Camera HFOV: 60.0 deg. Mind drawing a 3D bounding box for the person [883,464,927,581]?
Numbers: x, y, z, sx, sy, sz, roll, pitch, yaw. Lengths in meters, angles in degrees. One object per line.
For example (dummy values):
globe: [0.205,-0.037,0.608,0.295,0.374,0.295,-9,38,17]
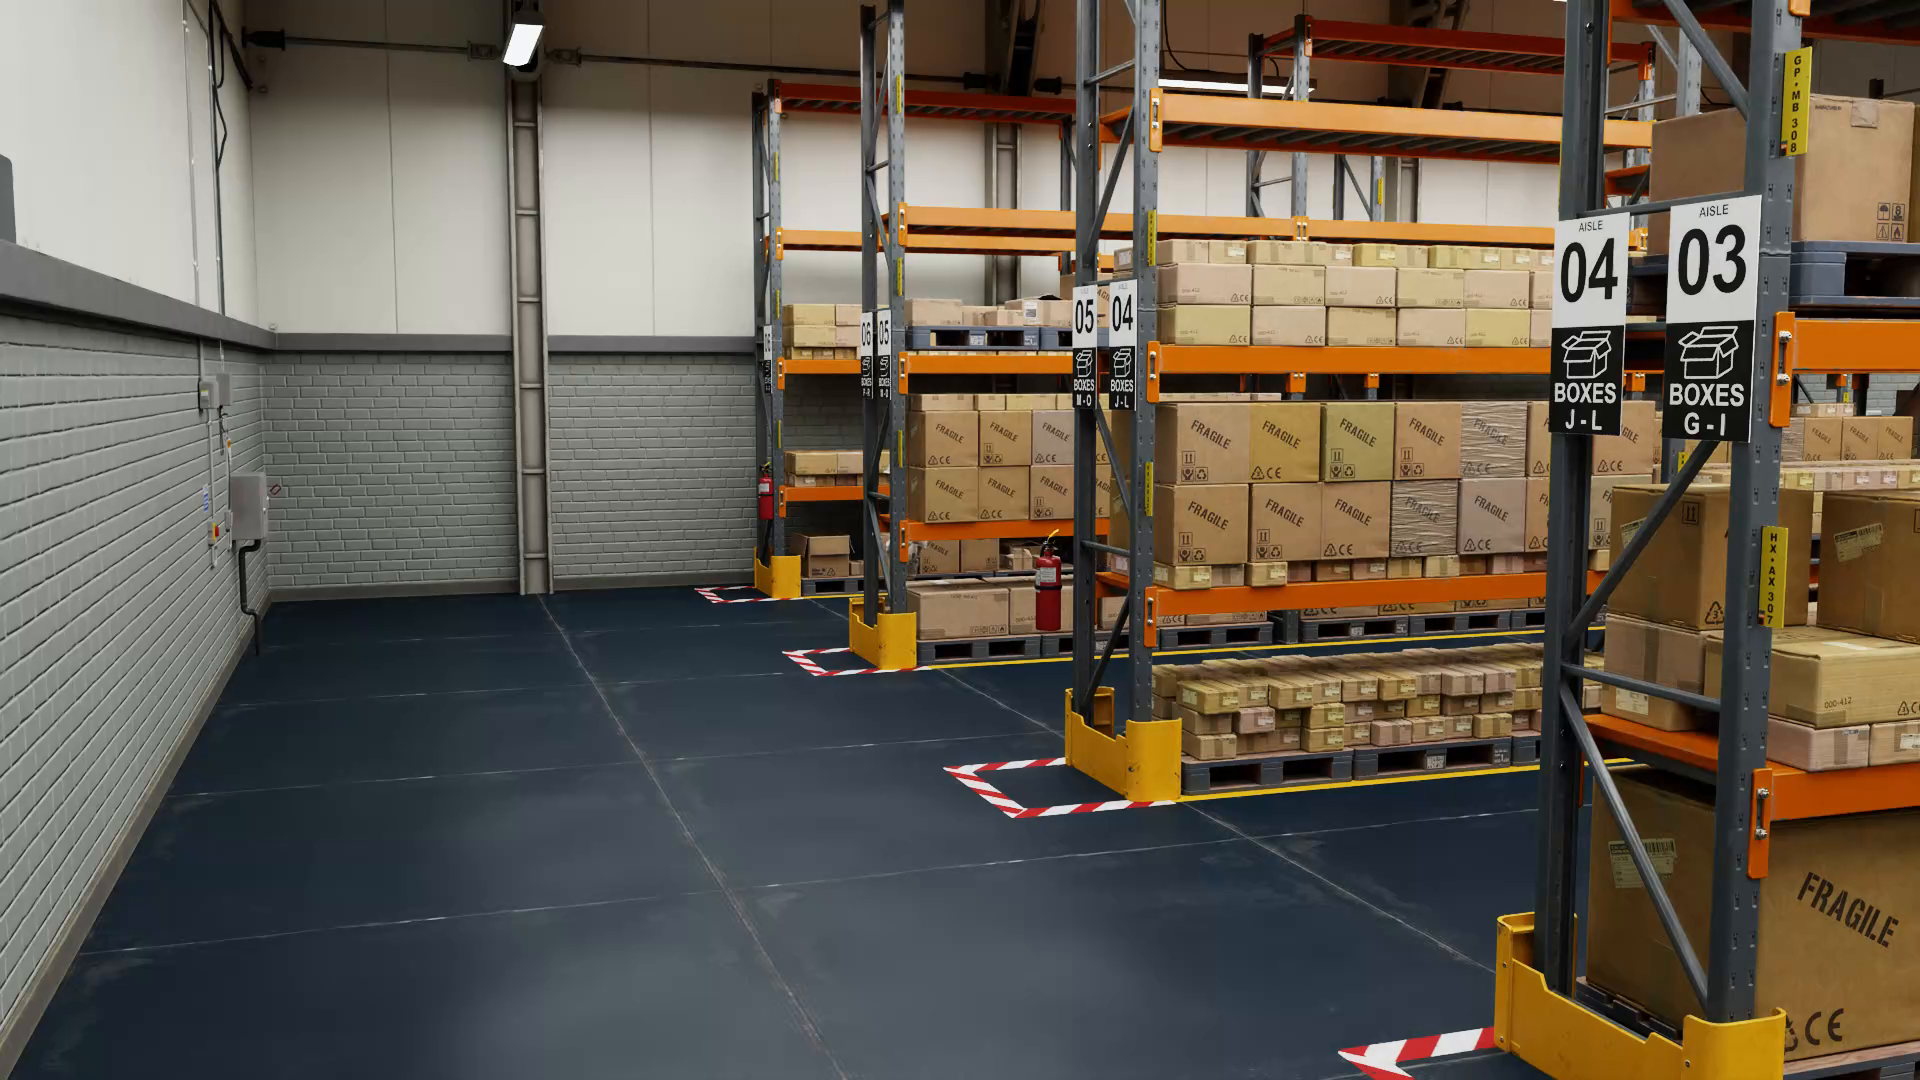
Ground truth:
person: [-0.579,0.057,17.008,0.450,1.774,0.627,-3,6,-24]
